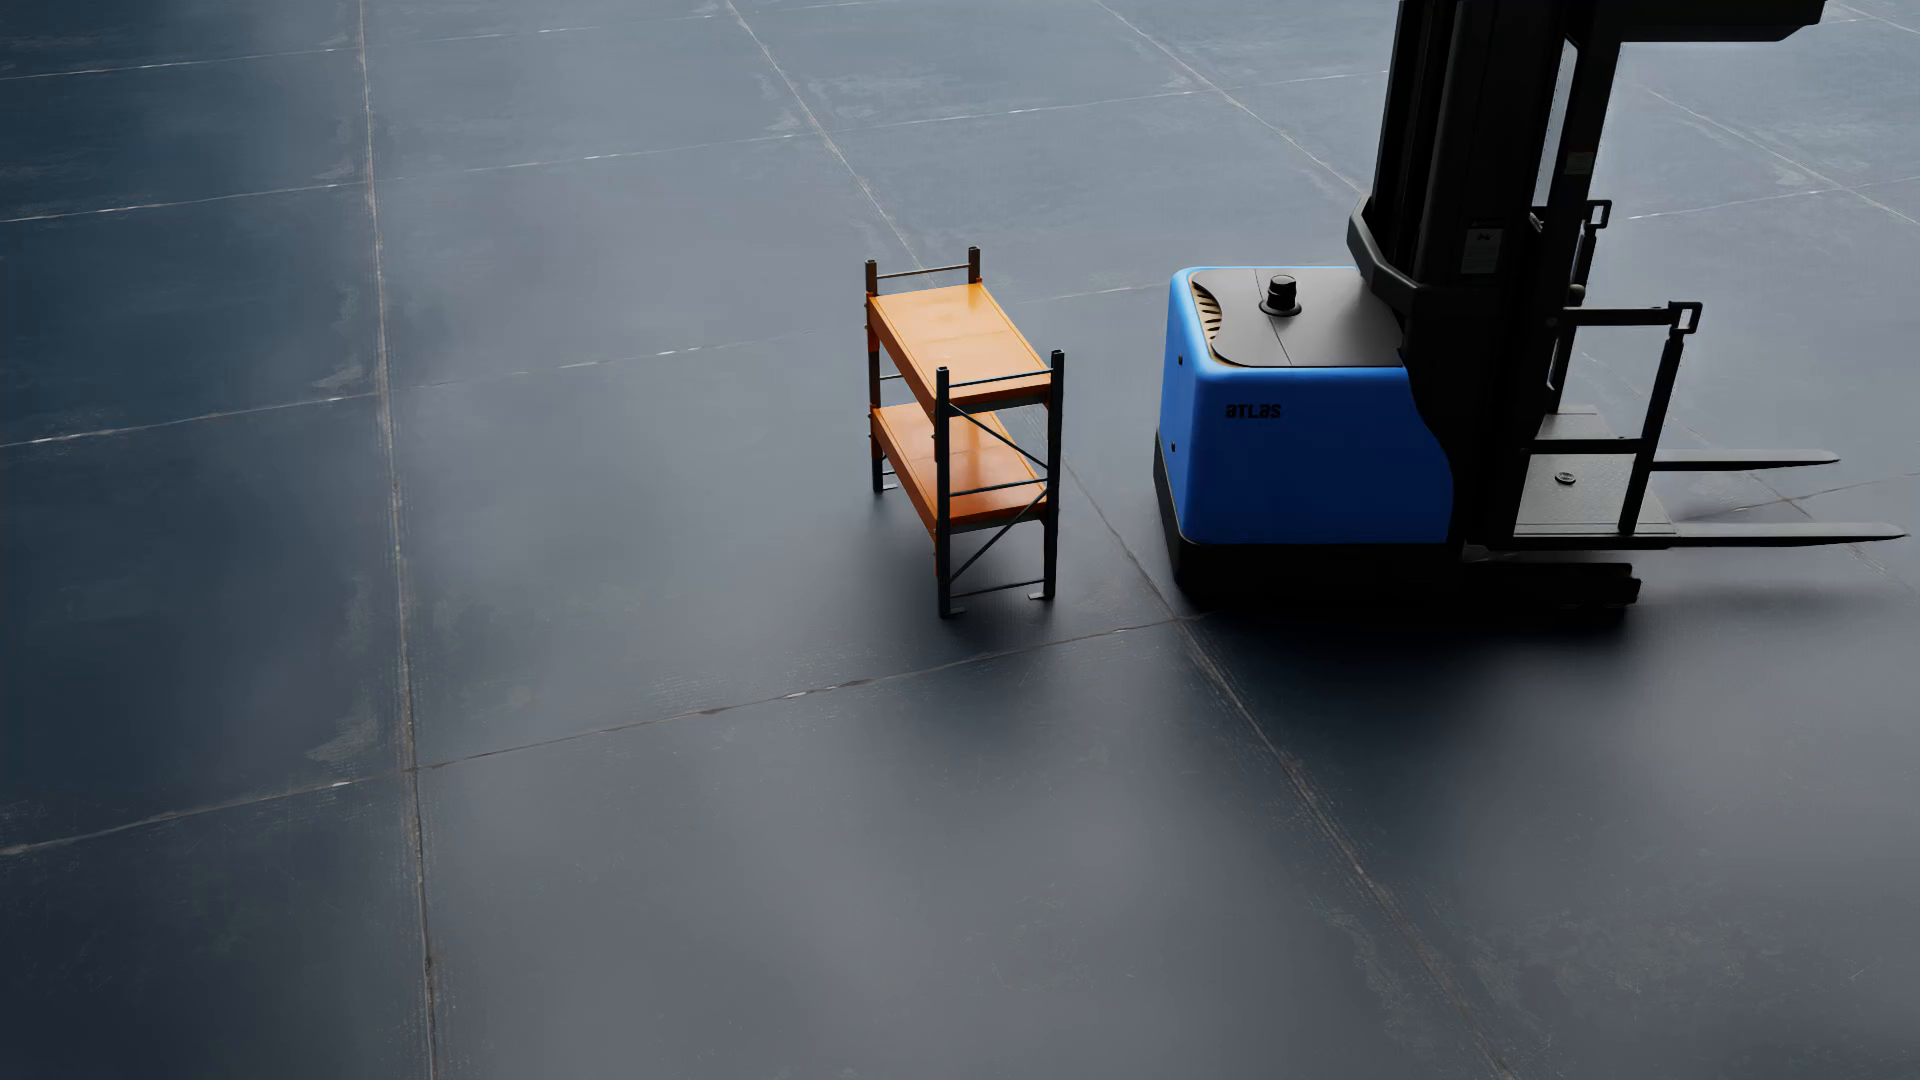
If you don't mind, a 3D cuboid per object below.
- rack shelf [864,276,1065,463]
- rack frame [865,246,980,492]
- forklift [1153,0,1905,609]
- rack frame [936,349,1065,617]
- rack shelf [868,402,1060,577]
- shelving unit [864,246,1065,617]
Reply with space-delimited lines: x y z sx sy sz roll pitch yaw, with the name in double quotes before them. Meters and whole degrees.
"rack shelf" -0.002 -0.717 6.784 0.538 0.278 1.000 -10 35 -15
"rack frame" -0.157 -0.740 7.349 0.500 1.125 0.032 -10 35 -15
"forklift" 2.397 -1.234 6.459 3.031 2.935 1.130 0 33 0
"rack frame" 0.153 -0.206 6.541 0.500 1.125 0.032 -10 35 -15
"rack shelf" -0.002 -0.269 7.080 0.538 0.278 1.000 -10 35 -15
"shelving unit" -0.002 -0.473 6.945 0.538 1.125 1.048 -10 35 -15
